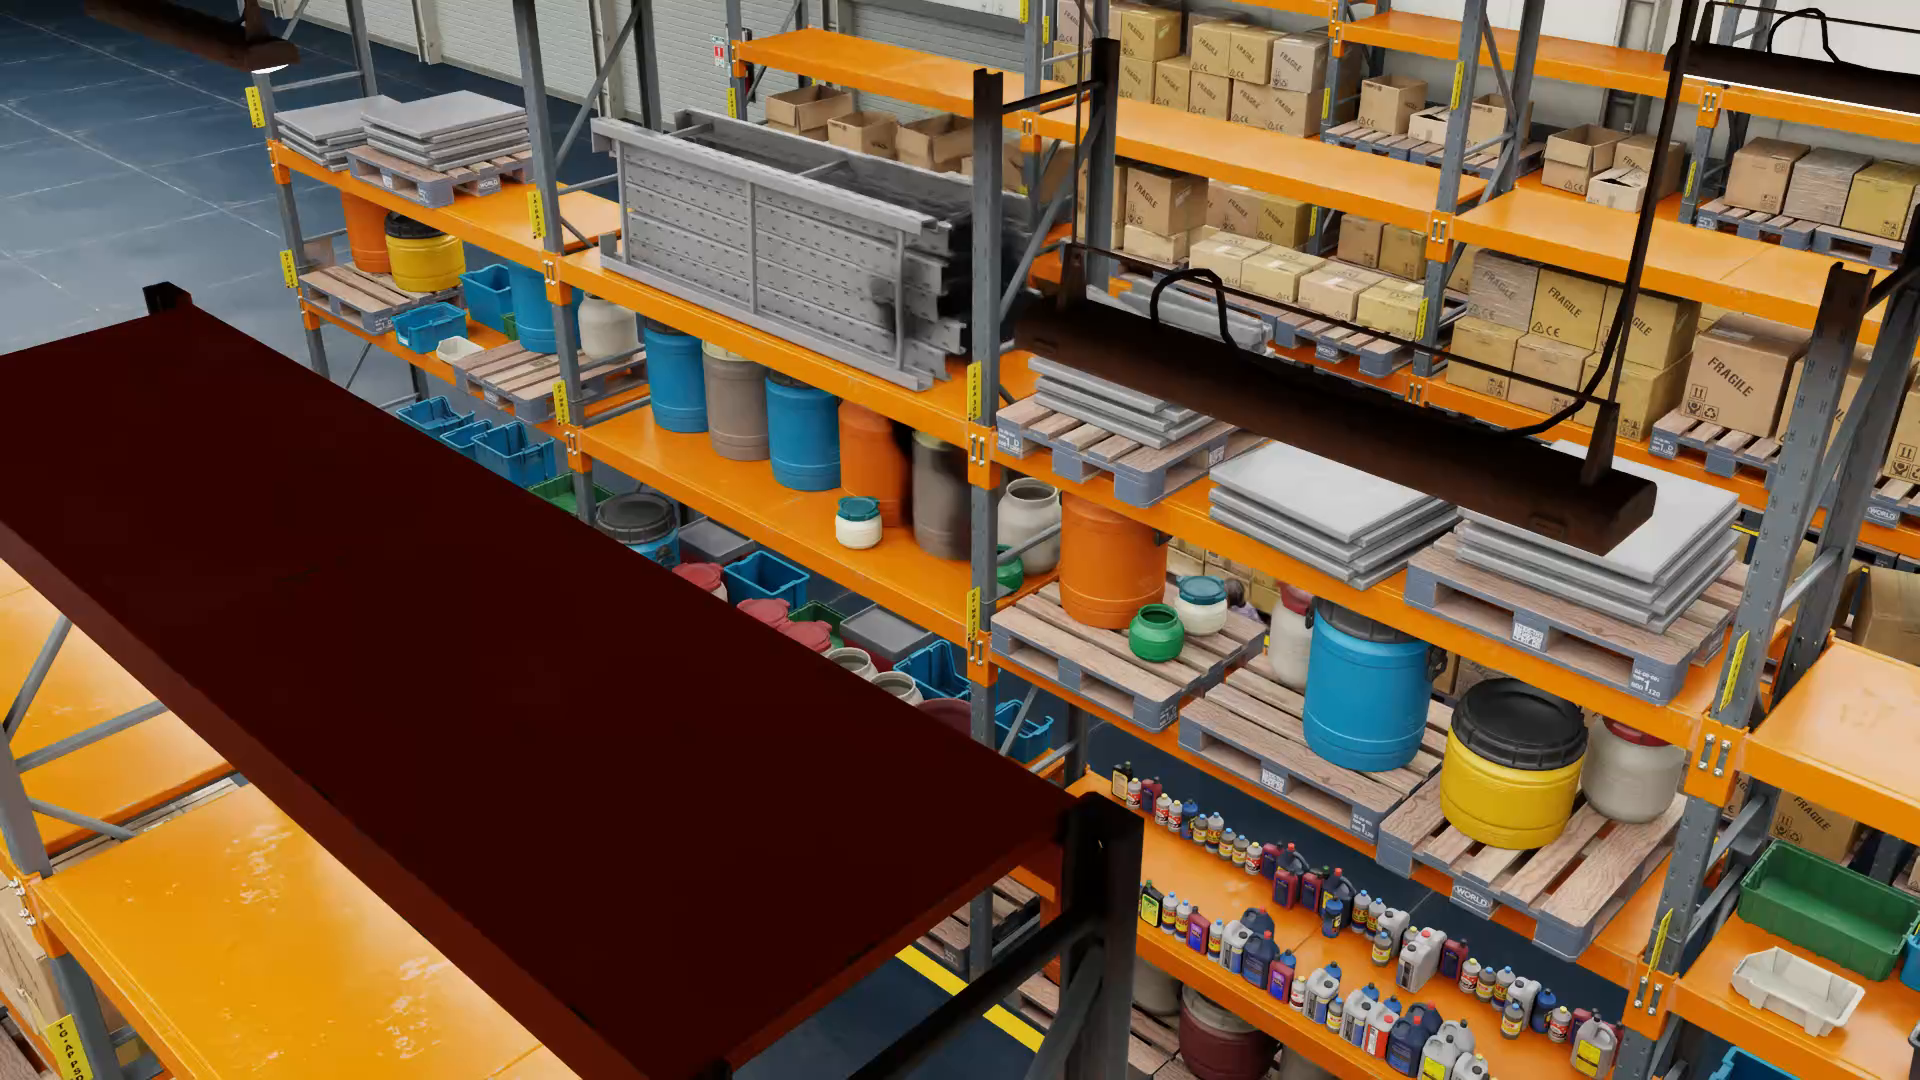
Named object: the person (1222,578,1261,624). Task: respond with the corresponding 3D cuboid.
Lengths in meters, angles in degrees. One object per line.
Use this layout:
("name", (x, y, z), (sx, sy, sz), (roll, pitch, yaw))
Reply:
("person", (1.904, 0.965, 12.309), (0.501, 1.612, 0.608), (16, 33, 26))
